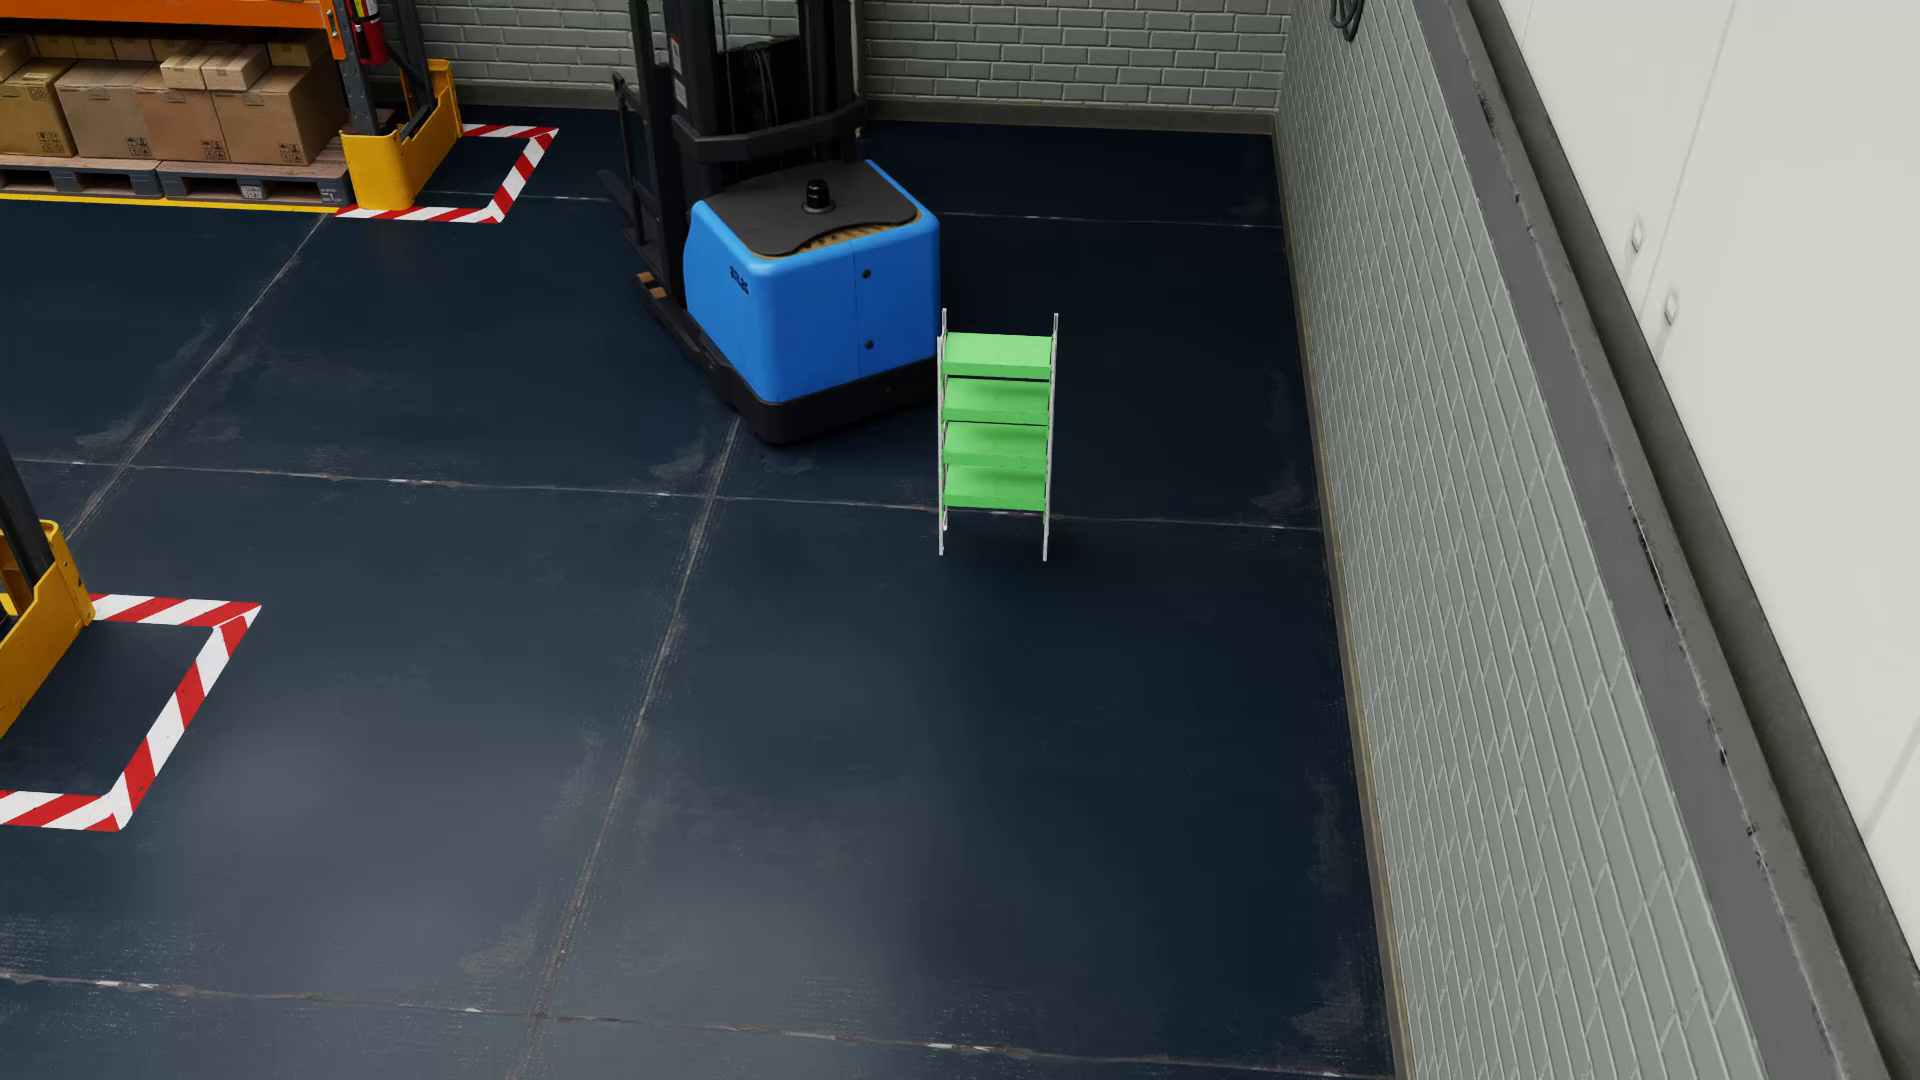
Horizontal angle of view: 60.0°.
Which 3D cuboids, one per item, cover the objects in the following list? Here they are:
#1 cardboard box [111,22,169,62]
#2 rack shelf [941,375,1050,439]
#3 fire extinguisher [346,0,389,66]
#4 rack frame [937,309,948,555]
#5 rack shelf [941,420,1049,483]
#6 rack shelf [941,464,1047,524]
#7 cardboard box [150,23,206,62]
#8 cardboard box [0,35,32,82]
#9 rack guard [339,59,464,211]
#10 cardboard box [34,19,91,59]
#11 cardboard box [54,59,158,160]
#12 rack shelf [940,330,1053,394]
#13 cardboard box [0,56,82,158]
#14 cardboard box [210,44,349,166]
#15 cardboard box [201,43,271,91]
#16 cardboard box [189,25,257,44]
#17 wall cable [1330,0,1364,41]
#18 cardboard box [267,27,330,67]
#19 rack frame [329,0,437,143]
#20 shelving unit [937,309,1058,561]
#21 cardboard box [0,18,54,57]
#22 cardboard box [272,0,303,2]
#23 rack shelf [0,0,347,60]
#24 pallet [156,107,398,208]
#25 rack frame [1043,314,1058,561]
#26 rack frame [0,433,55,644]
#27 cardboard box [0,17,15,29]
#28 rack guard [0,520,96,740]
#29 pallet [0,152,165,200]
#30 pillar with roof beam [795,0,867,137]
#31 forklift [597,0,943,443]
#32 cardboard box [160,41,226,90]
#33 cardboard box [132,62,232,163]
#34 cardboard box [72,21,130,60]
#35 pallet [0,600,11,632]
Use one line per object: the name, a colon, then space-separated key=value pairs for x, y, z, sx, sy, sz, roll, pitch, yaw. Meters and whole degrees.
cardboard box: x=-5.190 y=-3.203 z=10.613 sx=0.250 sy=0.149 sz=0.380 roll=4 pitch=39 yaw=4
rack shelf: x=0.165 y=-0.593 z=7.419 sx=0.480 sy=0.148 sz=0.258 roll=3 pitch=39 yaw=4
fire extinguisher: x=-3.508 y=-3.137 z=9.754 sx=0.183 sy=0.674 sz=0.296 roll=3 pitch=39 yaw=4
rack frame: x=-0.078 y=-0.470 z=7.547 sx=0.015 sy=1.200 sz=0.240 roll=3 pitch=39 yaw=4
rack shelf: x=0.165 y=-0.407 z=7.571 sx=0.480 sy=0.148 sz=0.258 roll=3 pitch=39 yaw=4
rack shelf: x=0.165 y=-0.221 z=7.722 sx=0.480 sy=0.148 sz=0.258 roll=3 pitch=39 yaw=4
cardboard box: x=-4.936 y=-3.190 z=10.597 sx=0.250 sy=0.149 sz=0.380 roll=3 pitch=39 yaw=4
cardboard box: x=-6.021 y=-3.006 z=10.370 sx=0.250 sy=0.149 sz=0.380 roll=2 pitch=39 yaw=3
rack guard: x=-3.594 y=-2.639 z=10.766 sx=0.348 sy=0.500 sz=1.175 roll=3 pitch=39 yaw=4
cardboard box: x=-5.698 y=-3.231 z=10.647 sx=0.250 sy=0.149 sz=0.380 roll=2 pitch=39 yaw=3
cardboard box: x=-5.324 y=-2.832 z=10.672 sx=0.500 sy=0.500 sz=0.700 roll=2 pitch=39 yaw=2
rack shelf: x=0.165 y=-0.779 z=7.268 sx=0.480 sy=0.148 sz=0.258 roll=3 pitch=39 yaw=4
cardboard box: x=-5.855 y=-2.857 z=10.702 sx=0.500 sy=0.500 sz=0.700 roll=4 pitch=39 yaw=5
cardboard box: x=-4.324 y=-2.778 z=10.605 sx=0.500 sy=0.500 sz=0.700 roll=3 pitch=39 yaw=4
cardboard box: x=-4.468 y=-2.922 z=10.268 sx=0.250 sy=0.149 sz=0.380 roll=3 pitch=39 yaw=3
cardboard box: x=-4.687 y=-3.176 z=10.580 sx=0.250 sy=0.149 sz=0.380 roll=3 pitch=39 yaw=4
wall cable: x=1.986 y=-4.199 z=8.411 sx=0.112 sy=2.526 sz=3.097 roll=3 pitch=39 yaw=4
cardboard box: x=-4.182 y=-3.149 z=10.546 sx=0.250 sy=0.149 sz=0.380 roll=3 pitch=39 yaw=4
rack frame: x=-3.618 y=-3.610 z=9.979 sx=0.127 sy=3.000 sz=1.000 roll=3 pitch=39 yaw=4
shelving unit: x=0.165 y=-0.456 z=7.531 sx=0.503 sy=1.200 sz=0.258 roll=3 pitch=39 yaw=4
cardboard box: x=-5.955 y=-3.244 z=10.664 sx=0.250 sy=0.149 sz=0.380 roll=4 pitch=39 yaw=4
cardboard box: x=-4.127 y=-3.747 z=9.911 sx=0.700 sy=0.700 sz=0.980 roll=5 pitch=39 yaw=6
rack shelf: x=-5.611 y=-3.440 z=10.340 sx=4.000 sy=0.370 sz=1.077 roll=3 pitch=39 yaw=4
pallet: x=-4.421 y=-2.522 z=10.852 sx=1.213 sy=0.211 sz=1.003 roll=3 pitch=39 yaw=4
rack frame: x=0.408 y=-0.443 z=7.514 sx=0.015 sy=1.200 sz=0.240 roll=3 pitch=39 yaw=4
rack frame: x=-4.042 y=-0.494 z=6.151 sx=0.127 sy=3.000 sz=1.000 roll=3 pitch=39 yaw=4
cardboard box: x=-6.206 y=-3.259 z=10.681 sx=0.250 sy=0.149 sz=0.380 roll=2 pitch=39 yaw=2
rack guard: x=-4.117 y=0.471 z=6.945 sx=0.348 sy=0.500 sz=1.175 roll=3 pitch=39 yaw=4
pallet: x=-5.633 y=-2.591 z=10.936 sx=1.213 sy=0.211 sz=1.003 roll=3 pitch=39 yaw=4
pillar with roof beam: x=-1.225 y=-3.626 z=5.247 sx=0.400 sy=9.000 sz=9.100 roll=3 pitch=39 yaw=4
forklift: x=-1.242 y=-2.539 z=8.719 sx=1.130 sy=2.935 sz=3.031 roll=-19 pitch=43 yaw=-22
cardboard box: x=-4.722 y=-2.936 z=10.285 sx=0.250 sy=0.149 sz=0.380 roll=4 pitch=39 yaw=5
cardboard box: x=-4.822 y=-2.805 z=10.639 sx=0.500 sy=0.500 sz=0.700 roll=3 pitch=39 yaw=4
cardboard box: x=-5.445 y=-3.217 z=10.630 sx=0.250 sy=0.149 sz=0.380 roll=4 pitch=39 yaw=4
pallet: x=-4.912 y=0.541 z=7.089 sx=1.213 sy=0.211 sz=1.003 roll=3 pitch=39 yaw=4
